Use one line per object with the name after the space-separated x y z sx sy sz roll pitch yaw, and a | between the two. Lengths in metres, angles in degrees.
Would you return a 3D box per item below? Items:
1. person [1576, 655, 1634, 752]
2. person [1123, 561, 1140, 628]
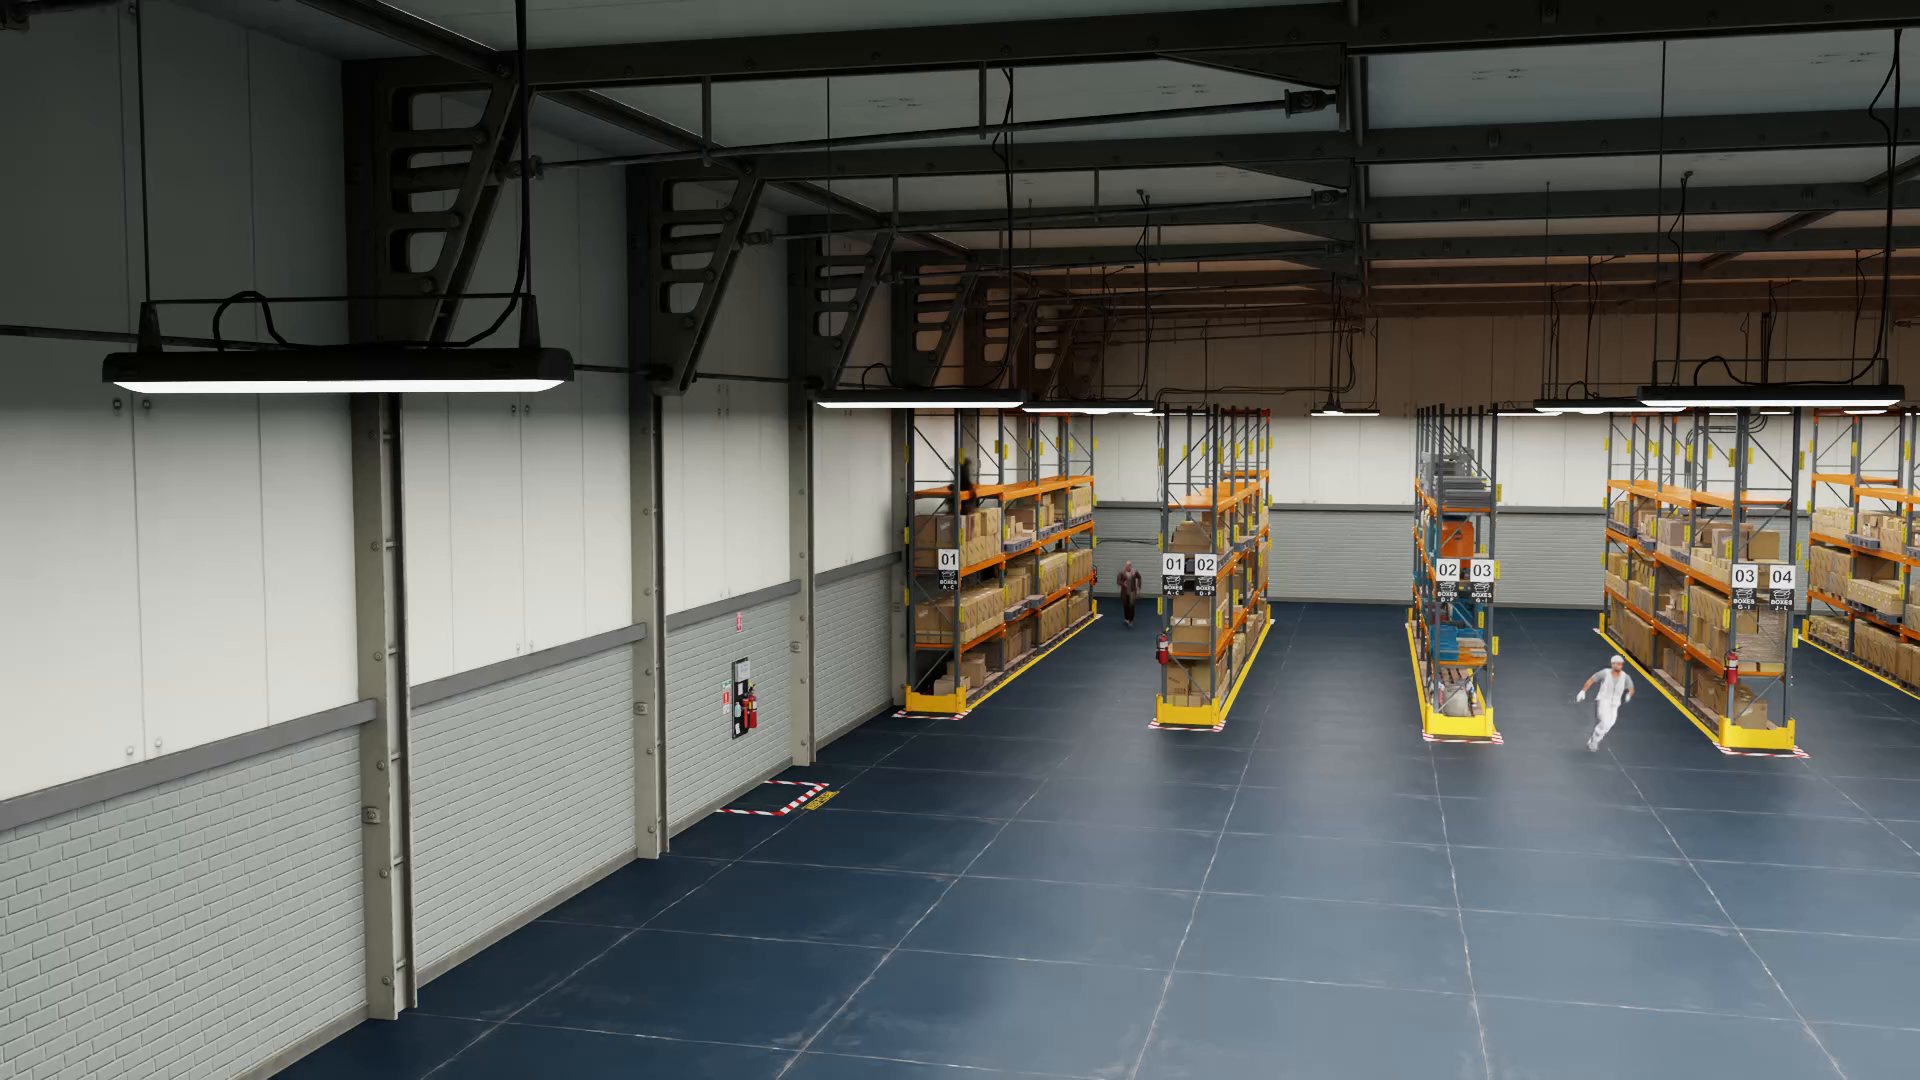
11.123 2.813 28.496 0.841 1.688 0.708 -1 4 -7 | person
4.659 1.502 45.897 0.639 1.836 0.909 1 4 8 | person
